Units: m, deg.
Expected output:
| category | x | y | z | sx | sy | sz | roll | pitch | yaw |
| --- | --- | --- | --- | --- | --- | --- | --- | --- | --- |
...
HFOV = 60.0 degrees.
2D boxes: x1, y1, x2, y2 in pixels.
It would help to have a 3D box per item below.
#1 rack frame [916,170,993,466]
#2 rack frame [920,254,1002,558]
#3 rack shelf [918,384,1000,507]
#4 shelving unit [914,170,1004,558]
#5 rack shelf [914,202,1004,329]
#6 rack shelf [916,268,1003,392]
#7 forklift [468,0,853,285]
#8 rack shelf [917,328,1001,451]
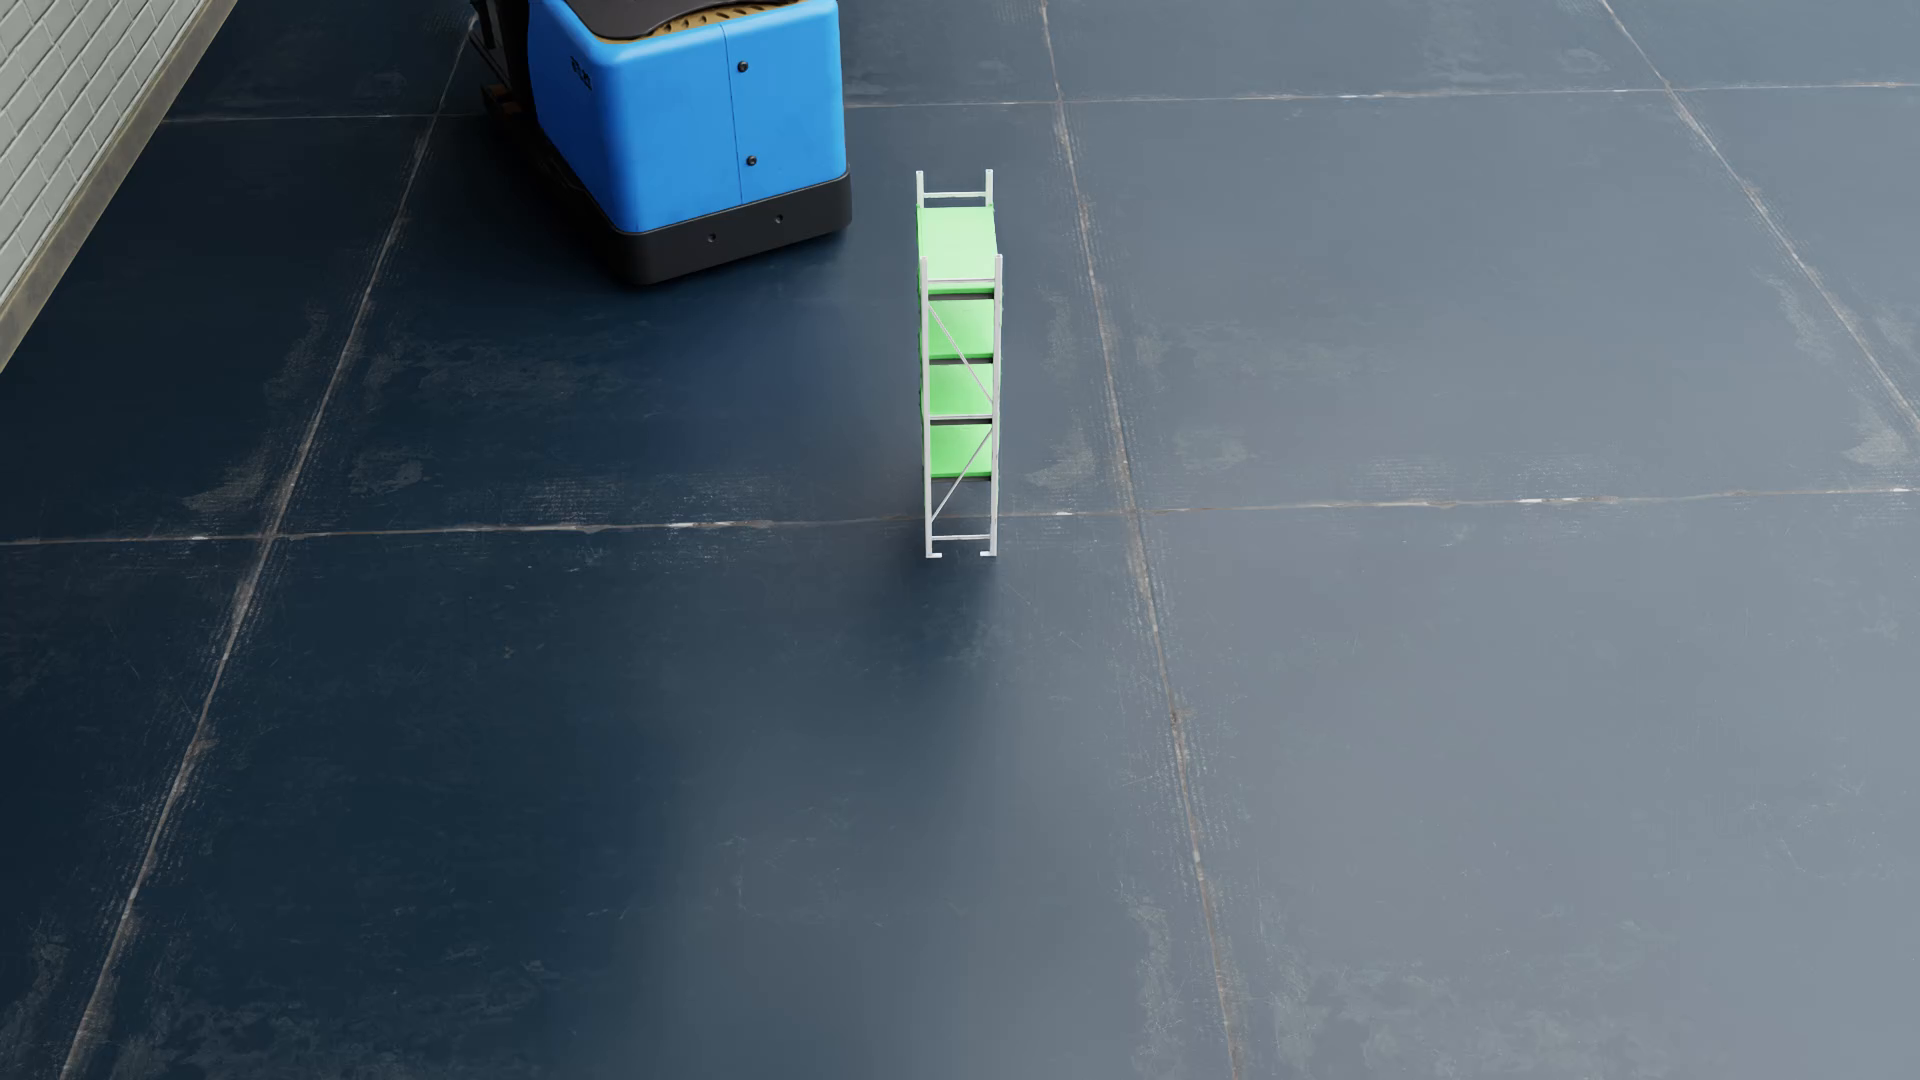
| category | x | y | z | sx | sy | sz | roll | pitch | yaw |
| --- | --- | --- | --- | --- | --- | --- | --- | --- | --- |
| rack frame | -0.017 | -0.719 | 5.646 | 0.240 | 1.200 | 0.015 | -2 | 43 | -2 |
| rack frame | 0.003 | -0.389 | 5.287 | 0.240 | 1.200 | 0.015 | -2 | 43 | -2 |
| rack shelf | -0.007 | -0.330 | 5.672 | 0.258 | 0.148 | 0.480 | -2 | 43 | -2 |
| shelving unit | -0.007 | -0.554 | 5.466 | 0.258 | 1.200 | 0.503 | -2 | 43 | -2 |
| rack shelf | -0.007 | -0.861 | 5.185 | 0.258 | 0.148 | 0.480 | -2 | 43 | -2 |
| rack shelf | -0.007 | -0.684 | 5.347 | 0.258 | 0.148 | 0.480 | -2 | 43 | -2 |
| forklift | -1.616 | -3.106 | 6.969 | 1.130 | 2.935 | 3.031 | -21 | 46 | -21 |
| rack shelf | -0.007 | -0.507 | 5.510 | 0.258 | 0.148 | 0.480 | -2 | 43 | -2 |
